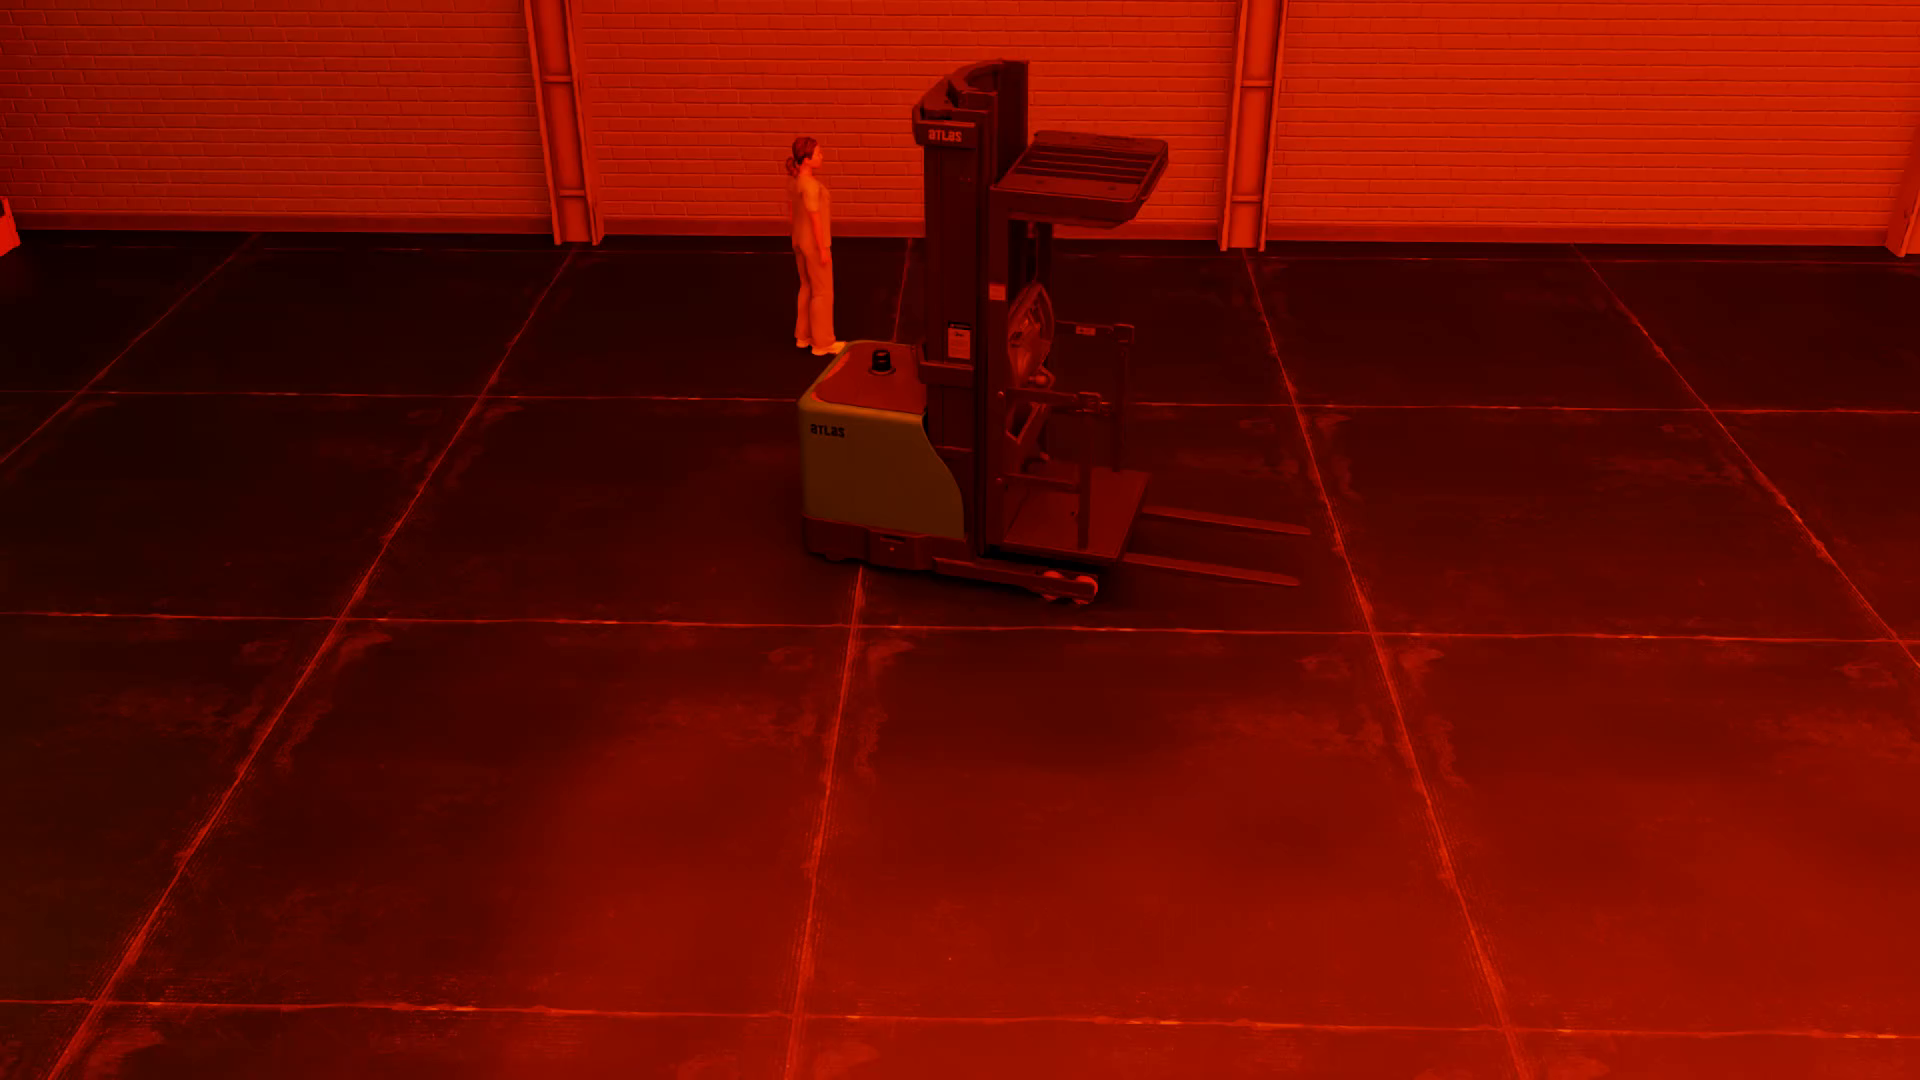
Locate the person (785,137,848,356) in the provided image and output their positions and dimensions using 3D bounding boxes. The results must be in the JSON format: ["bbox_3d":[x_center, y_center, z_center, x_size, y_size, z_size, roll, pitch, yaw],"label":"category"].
[{"bbox_3d":[-1.111,-2.240,12.654,0.388,1.673,0.491,-16,34,-26],"label":"person"}]

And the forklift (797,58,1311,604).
[{"bbox_3d":[0.597,-1.183,9.621,3.031,2.935,1.130,8,32,14],"label":"forklift"}]
